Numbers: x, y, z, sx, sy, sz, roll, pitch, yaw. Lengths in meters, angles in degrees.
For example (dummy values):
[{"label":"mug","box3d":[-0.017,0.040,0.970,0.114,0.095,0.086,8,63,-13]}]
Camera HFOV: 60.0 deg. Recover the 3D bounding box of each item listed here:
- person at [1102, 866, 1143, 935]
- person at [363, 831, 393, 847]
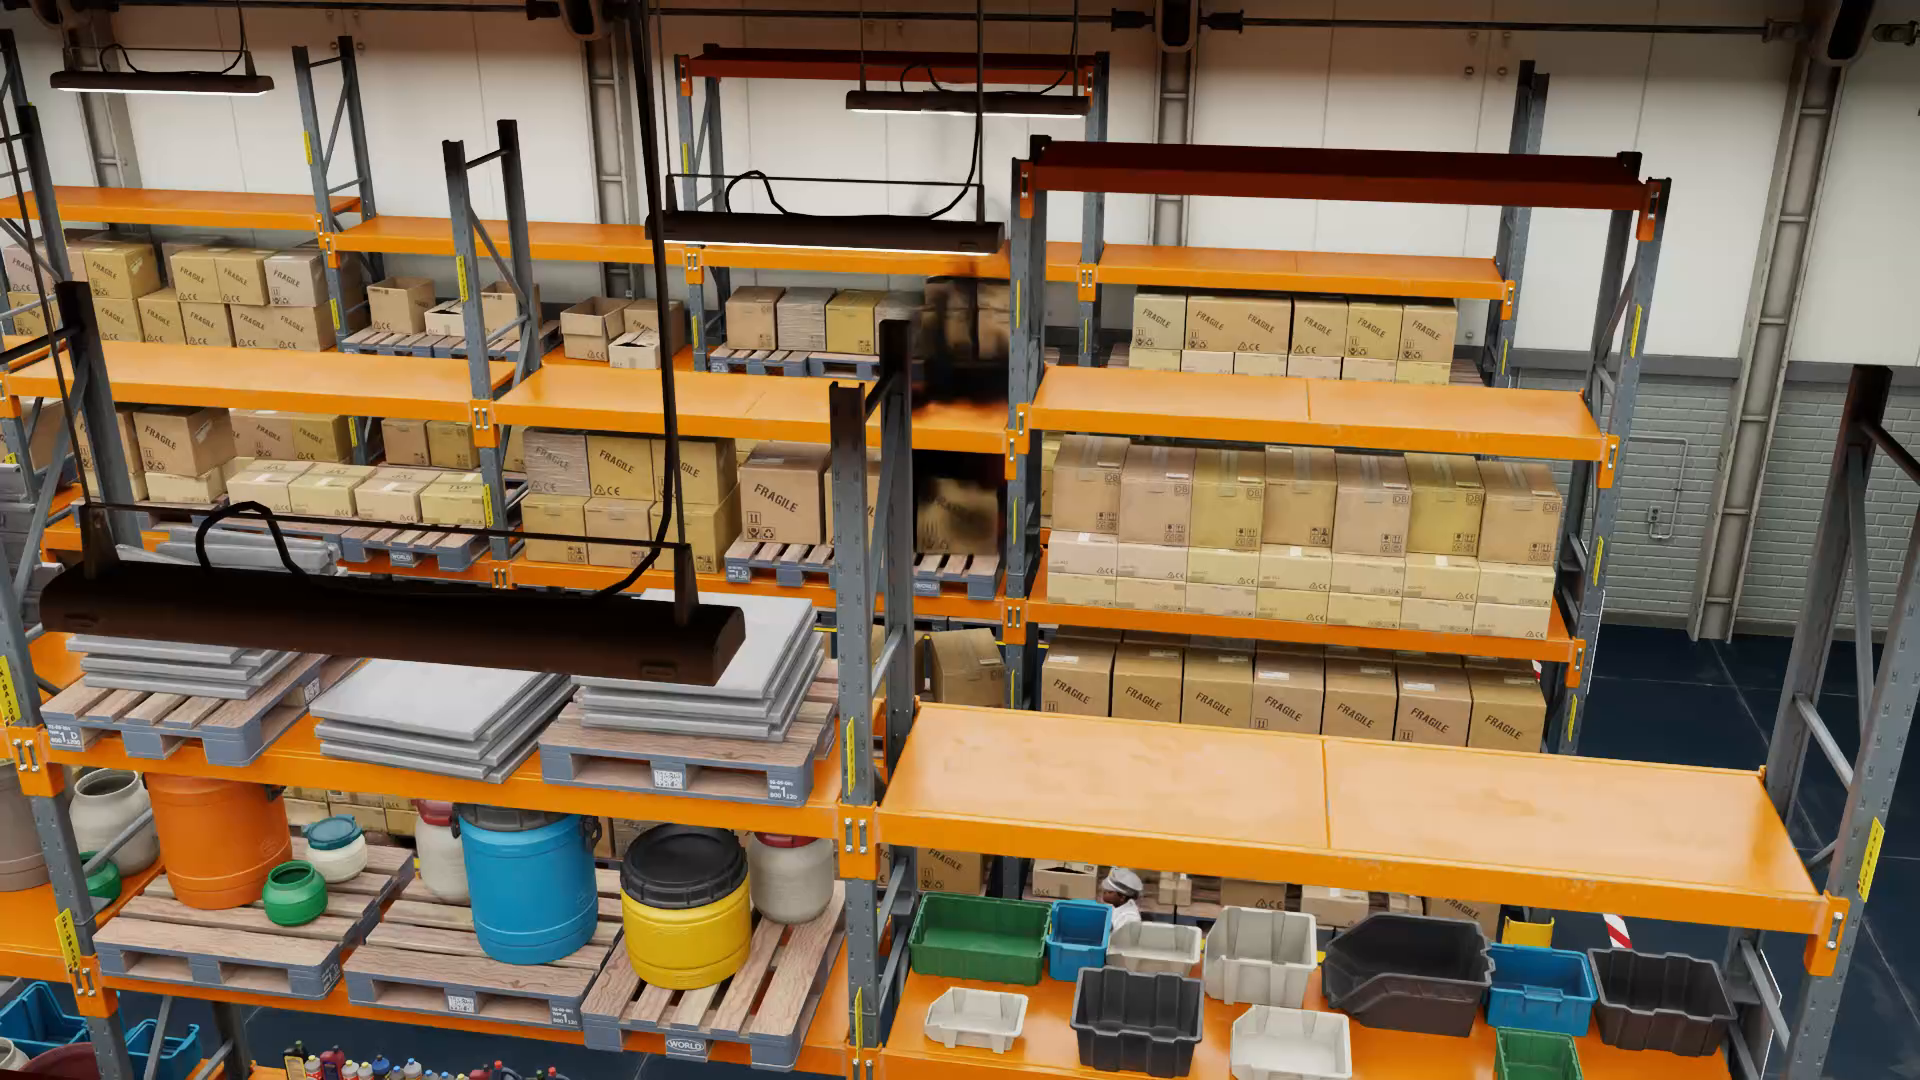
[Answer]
[{"label":"person","box3d":[1.029,2.951,11.271,0.636,1.676,0.548,0,23,-1]},{"label":"person","box3d":[-4.166,2.752,11.860,0.537,1.558,0.524,2,23,5]}]
